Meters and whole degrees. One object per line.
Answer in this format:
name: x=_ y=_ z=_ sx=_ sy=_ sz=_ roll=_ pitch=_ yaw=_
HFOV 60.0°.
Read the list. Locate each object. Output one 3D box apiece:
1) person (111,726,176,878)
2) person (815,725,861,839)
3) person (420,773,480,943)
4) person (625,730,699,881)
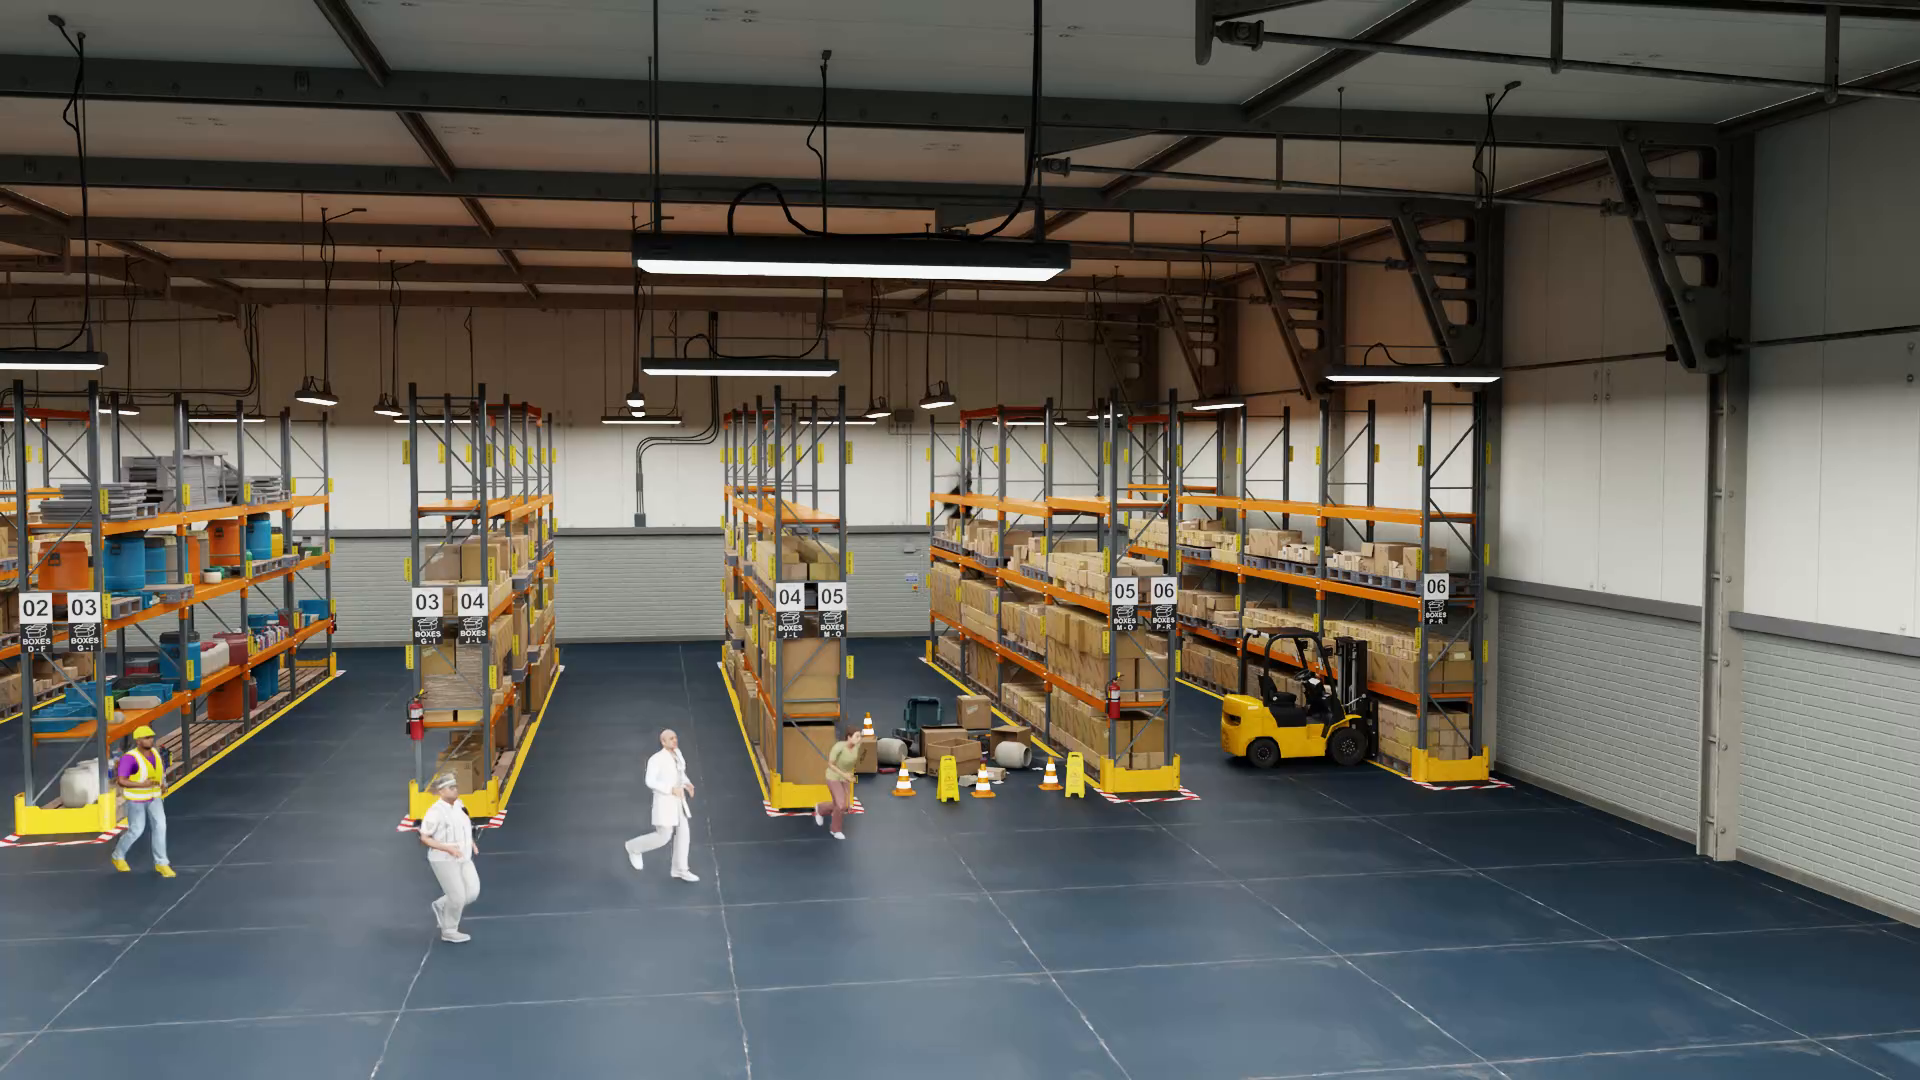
person: x=-9.735 y=3.114 z=19.802 sx=0.831 sy=1.818 sz=0.723 roll=1 pitch=3 yaw=21
person: x=-1.585 y=3.154 z=21.823 sx=0.827 sy=1.524 sz=0.580 roll=3 pitch=4 yaw=42
person: x=-5.251 y=3.261 z=17.148 sx=0.603 sy=1.731 sz=0.660 roll=1 pitch=3 yaw=22
person: x=-3.502 y=3.172 z=19.746 sx=0.934 sy=1.699 sz=0.718 roll=1 pitch=3 yaw=27
